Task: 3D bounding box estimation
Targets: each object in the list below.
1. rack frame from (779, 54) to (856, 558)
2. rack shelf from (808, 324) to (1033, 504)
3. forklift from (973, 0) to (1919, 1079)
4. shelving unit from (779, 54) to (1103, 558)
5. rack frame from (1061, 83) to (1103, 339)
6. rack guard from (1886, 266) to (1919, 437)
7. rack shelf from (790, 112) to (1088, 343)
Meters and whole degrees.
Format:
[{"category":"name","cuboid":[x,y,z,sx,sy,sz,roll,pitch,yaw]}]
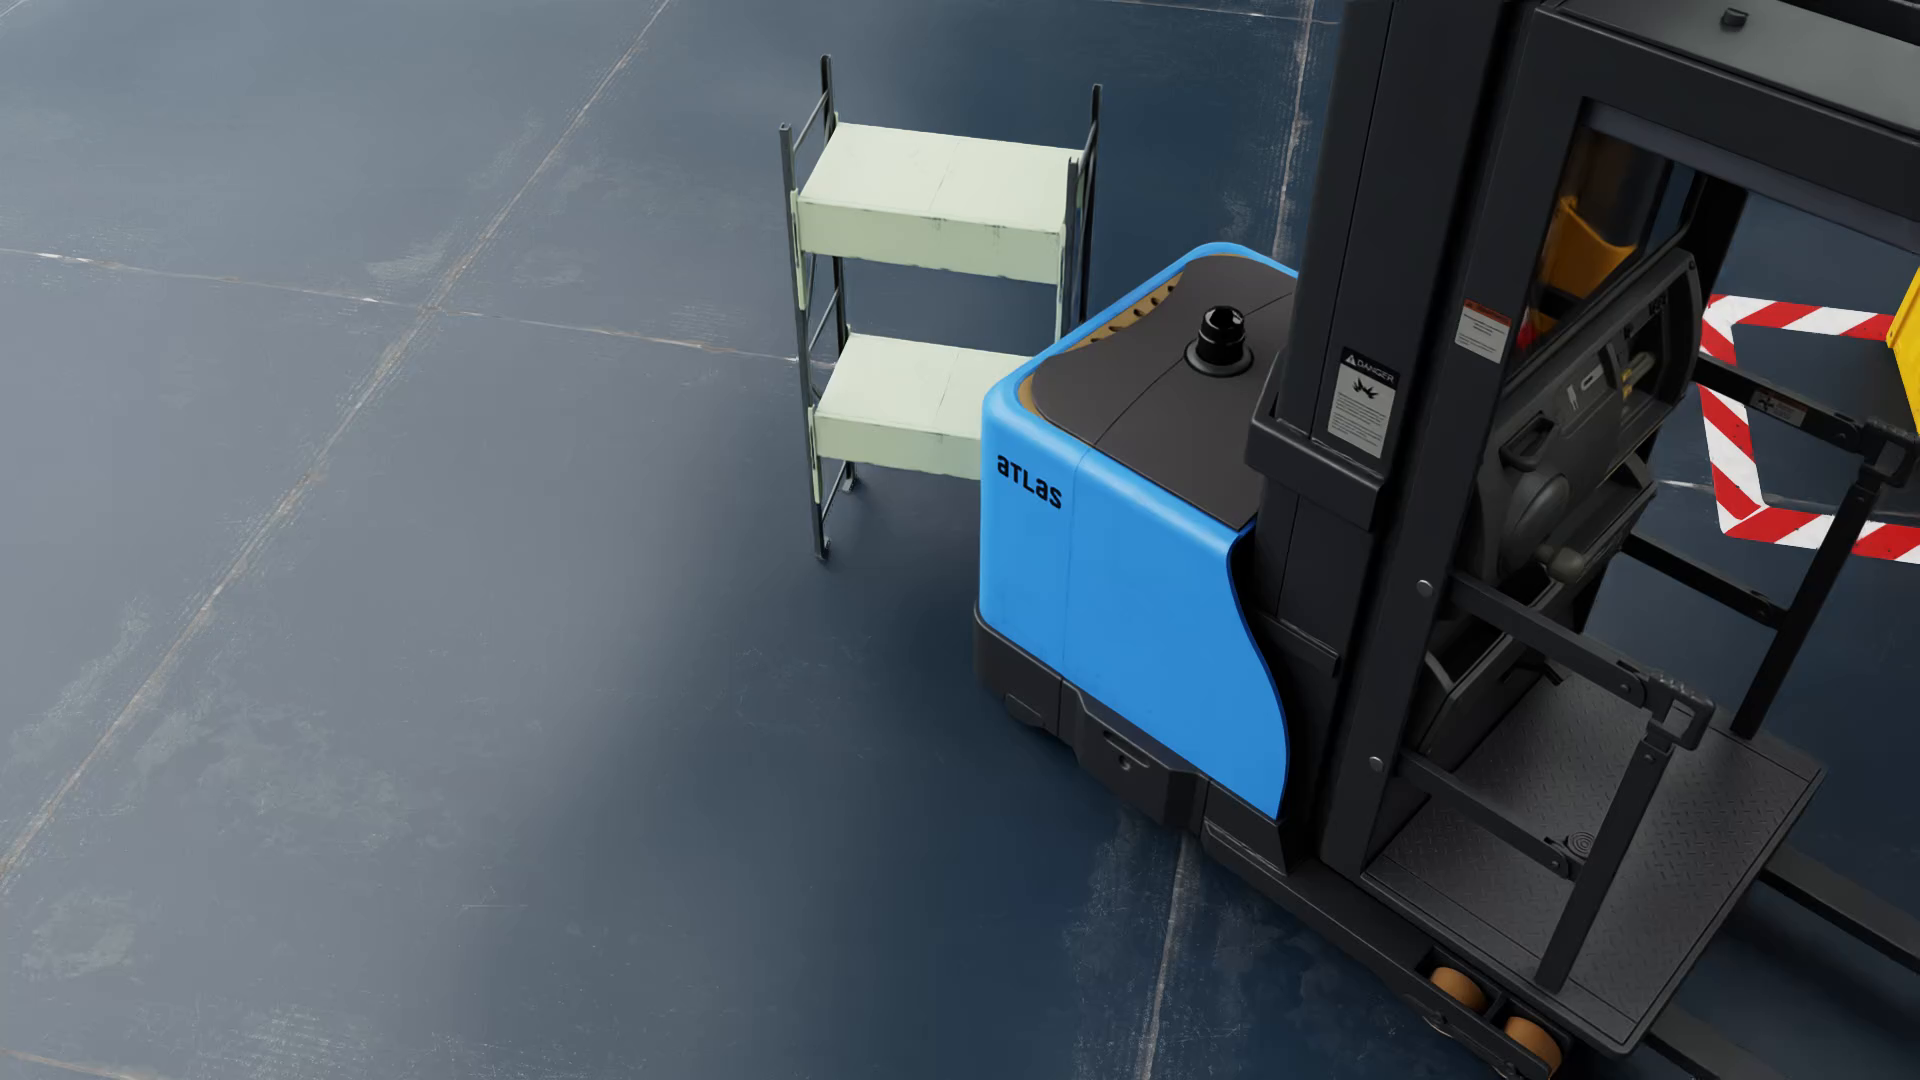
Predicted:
[{"category":"rack frame","cuboid":[-0.398,-0.620,4.812,0.023,1.500,0.400,9,45,9]},{"category":"rack shelf","cuboid":[-0.041,-0.329,4.981,0.720,0.370,0.431,9,45,9]},{"category":"forklift","cuboid":[1.456,-0.185,3.329,3.031,2.935,1.130,33,53,30]},{"category":"shelving unit","cuboid":[-0.041,-0.564,4.755,0.755,1.500,0.431,9,45,9]},{"category":"rack frame","cuboid":[0.316,-0.509,4.697,0.023,1.500,0.400,9,45,9]},{"category":"rack guard","cuboid":[3.400,-0.531,5.441,0.348,0.500,1.175,9,45,9]},{"category":"rack shelf","cuboid":[-0.041,-0.845,4.484,0.720,0.370,0.431,9,45,9]}]
